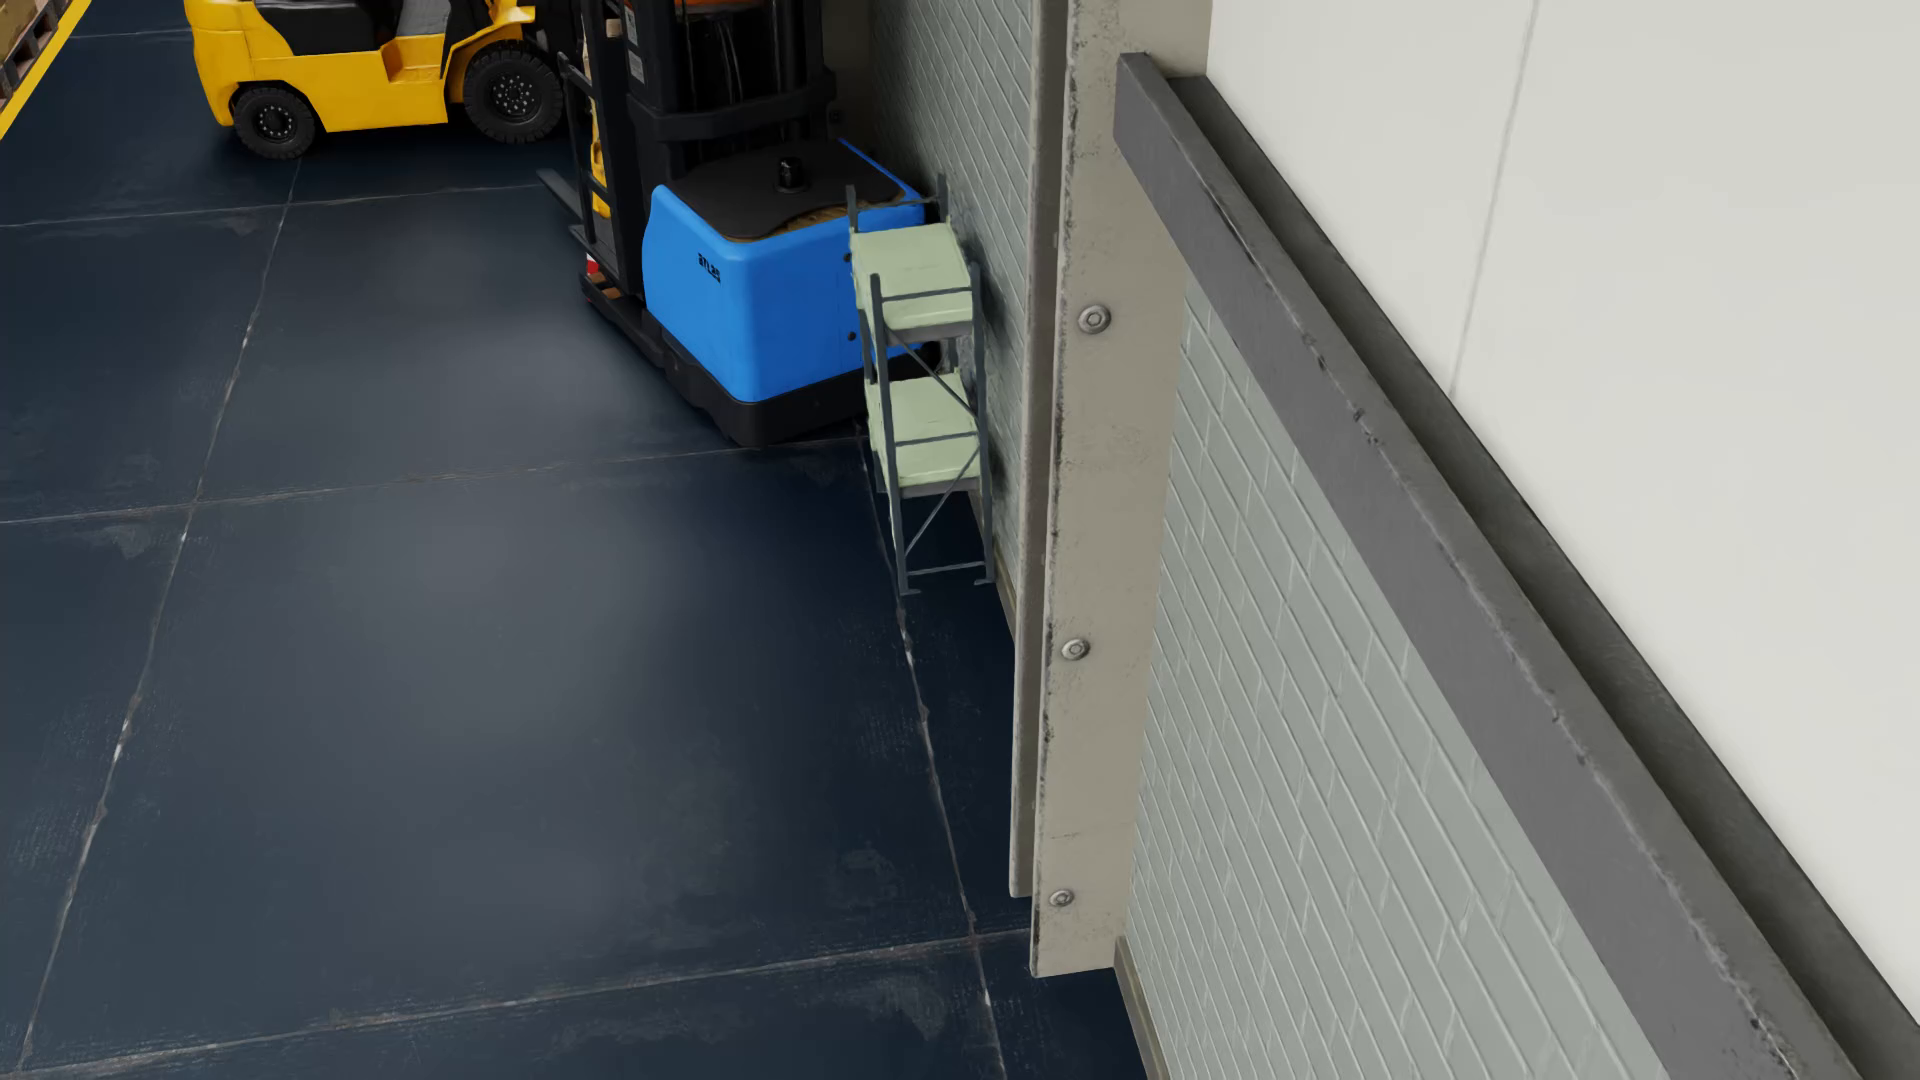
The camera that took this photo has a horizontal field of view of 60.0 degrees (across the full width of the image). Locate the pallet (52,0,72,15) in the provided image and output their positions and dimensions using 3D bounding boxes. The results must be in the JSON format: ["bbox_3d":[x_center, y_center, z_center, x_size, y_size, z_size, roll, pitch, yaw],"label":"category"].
[{"bbox_3d":[-7.189,-4.249,12.548,1.003,0.211,1.213,-6,38,-8],"label":"pallet"}]

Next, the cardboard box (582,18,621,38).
[{"bbox_3d":[-1.947,-3.028,9.786,0.500,0.250,0.500,-6,38,-7],"label":"cardboard box"}]

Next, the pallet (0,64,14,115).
[{"bbox_3d":[-6.682,-2.639,10.475,1.003,0.211,1.213,-6,38,-8],"label":"pallet"}]

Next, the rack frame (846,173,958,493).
[{"bbox_3d":[-0.214,-0.832,7.018,0.400,1.500,0.023,-8,39,-6],"label":"rack frame"}]

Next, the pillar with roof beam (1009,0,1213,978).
[{"bbox_3d":[-3.885,-1.800,2.232,9.100,9.000,0.400,-6,38,-8],"label":"pillar with roof beam"}]

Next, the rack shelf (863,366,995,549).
[{"bbox_3d":[-0.135,-0.356,6.936,0.431,0.370,0.720,-8,39,-6],"label":"rack shelf"}]

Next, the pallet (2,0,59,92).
[{"bbox_3d":[-6.899,-3.377,11.425,1.003,0.211,1.213,-6,38,-8],"label":"pallet"}]

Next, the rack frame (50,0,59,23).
[{"bbox_3d":[-7.051,-4.881,11.087,1.000,3.000,0.127,-6,38,-8],"label":"rack frame"}]

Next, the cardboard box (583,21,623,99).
[{"bbox_3d":[-1.852,-2.720,9.390,0.500,0.250,0.500,-5,38,-6],"label":"cardboard box"}]

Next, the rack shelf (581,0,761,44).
[{"bbox_3d":[-1.815,-3.925,10.443,1.077,0.370,4.000,-6,38,-8],"label":"rack shelf"}]

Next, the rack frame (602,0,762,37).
[{"bbox_3d":[-1.464,-3.001,8.667,1.000,3.000,0.127,-6,38,-8],"label":"rack frame"}]

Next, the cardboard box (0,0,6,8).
[{"bbox_3d":[-6.593,-3.621,10.754,0.500,0.500,0.500,-6,38,-7],"label":"cardboard box"}]

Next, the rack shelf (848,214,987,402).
[{"bbox_3d":[-0.171,-0.916,6.491,0.431,0.370,0.720,-8,39,-6],"label":"rack shelf"}]

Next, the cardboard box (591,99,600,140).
[{"bbox_3d":[-1.857,-2.538,9.564,0.500,0.250,0.500,-7,38,-9],"label":"cardboard box"}]

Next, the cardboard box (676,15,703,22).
[{"bbox_3d":[-1.362,-2.786,9.475,0.500,0.250,0.500,-7,38,-9],"label":"cardboard box"}]

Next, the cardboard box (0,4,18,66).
[{"bbox_3d":[-6.580,-3.312,10.967,0.500,0.250,0.500,-7,38,-9],"label":"cardboard box"}]

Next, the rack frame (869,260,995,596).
[{"bbox_3d":[-0.089,-0.389,6.449,0.400,1.500,0.023,-8,39,-6],"label":"rack frame"}]

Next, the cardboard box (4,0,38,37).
[{"bbox_3d":[-6.683,-3.632,11.379,0.500,0.250,0.500,-5,38,-6],"label":"cardboard box"}]

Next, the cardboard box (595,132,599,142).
[{"bbox_3d":[-1.857,-2.330,9.704,0.500,0.250,0.500,-6,38,-8],"label":"cardboard box"}]

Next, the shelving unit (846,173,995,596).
[{"bbox_3d":[-0.152,-0.611,6.733,0.431,1.500,0.755,-8,39,-6],"label":"shelving unit"}]

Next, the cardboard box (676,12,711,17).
[{"bbox_3d":[-1.453,-3.088,9.863,0.500,0.250,0.500,-6,38,-8],"label":"cardboard box"}]

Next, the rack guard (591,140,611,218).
[{"bbox_3d":[-1.460,-1.999,9.416,1.175,0.500,0.348,-6,38,-8],"label":"rack guard"}]

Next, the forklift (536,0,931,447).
[{"bbox_3d":[-1.361,-2.458,8.025,1.130,2.935,3.031,-22,43,-25],"label":"forklift"}]

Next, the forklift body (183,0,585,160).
[{"bbox_3d":[-3.593,-3.615,10.150,2.313,2.155,1.214,-6,38,-8],"label":"forklift body"}]

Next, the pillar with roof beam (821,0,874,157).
[{"bbox_3d":[-4.937,-5.424,6.897,9.100,9.000,0.400,-6,38,-8],"label":"pillar with roof beam"}]
